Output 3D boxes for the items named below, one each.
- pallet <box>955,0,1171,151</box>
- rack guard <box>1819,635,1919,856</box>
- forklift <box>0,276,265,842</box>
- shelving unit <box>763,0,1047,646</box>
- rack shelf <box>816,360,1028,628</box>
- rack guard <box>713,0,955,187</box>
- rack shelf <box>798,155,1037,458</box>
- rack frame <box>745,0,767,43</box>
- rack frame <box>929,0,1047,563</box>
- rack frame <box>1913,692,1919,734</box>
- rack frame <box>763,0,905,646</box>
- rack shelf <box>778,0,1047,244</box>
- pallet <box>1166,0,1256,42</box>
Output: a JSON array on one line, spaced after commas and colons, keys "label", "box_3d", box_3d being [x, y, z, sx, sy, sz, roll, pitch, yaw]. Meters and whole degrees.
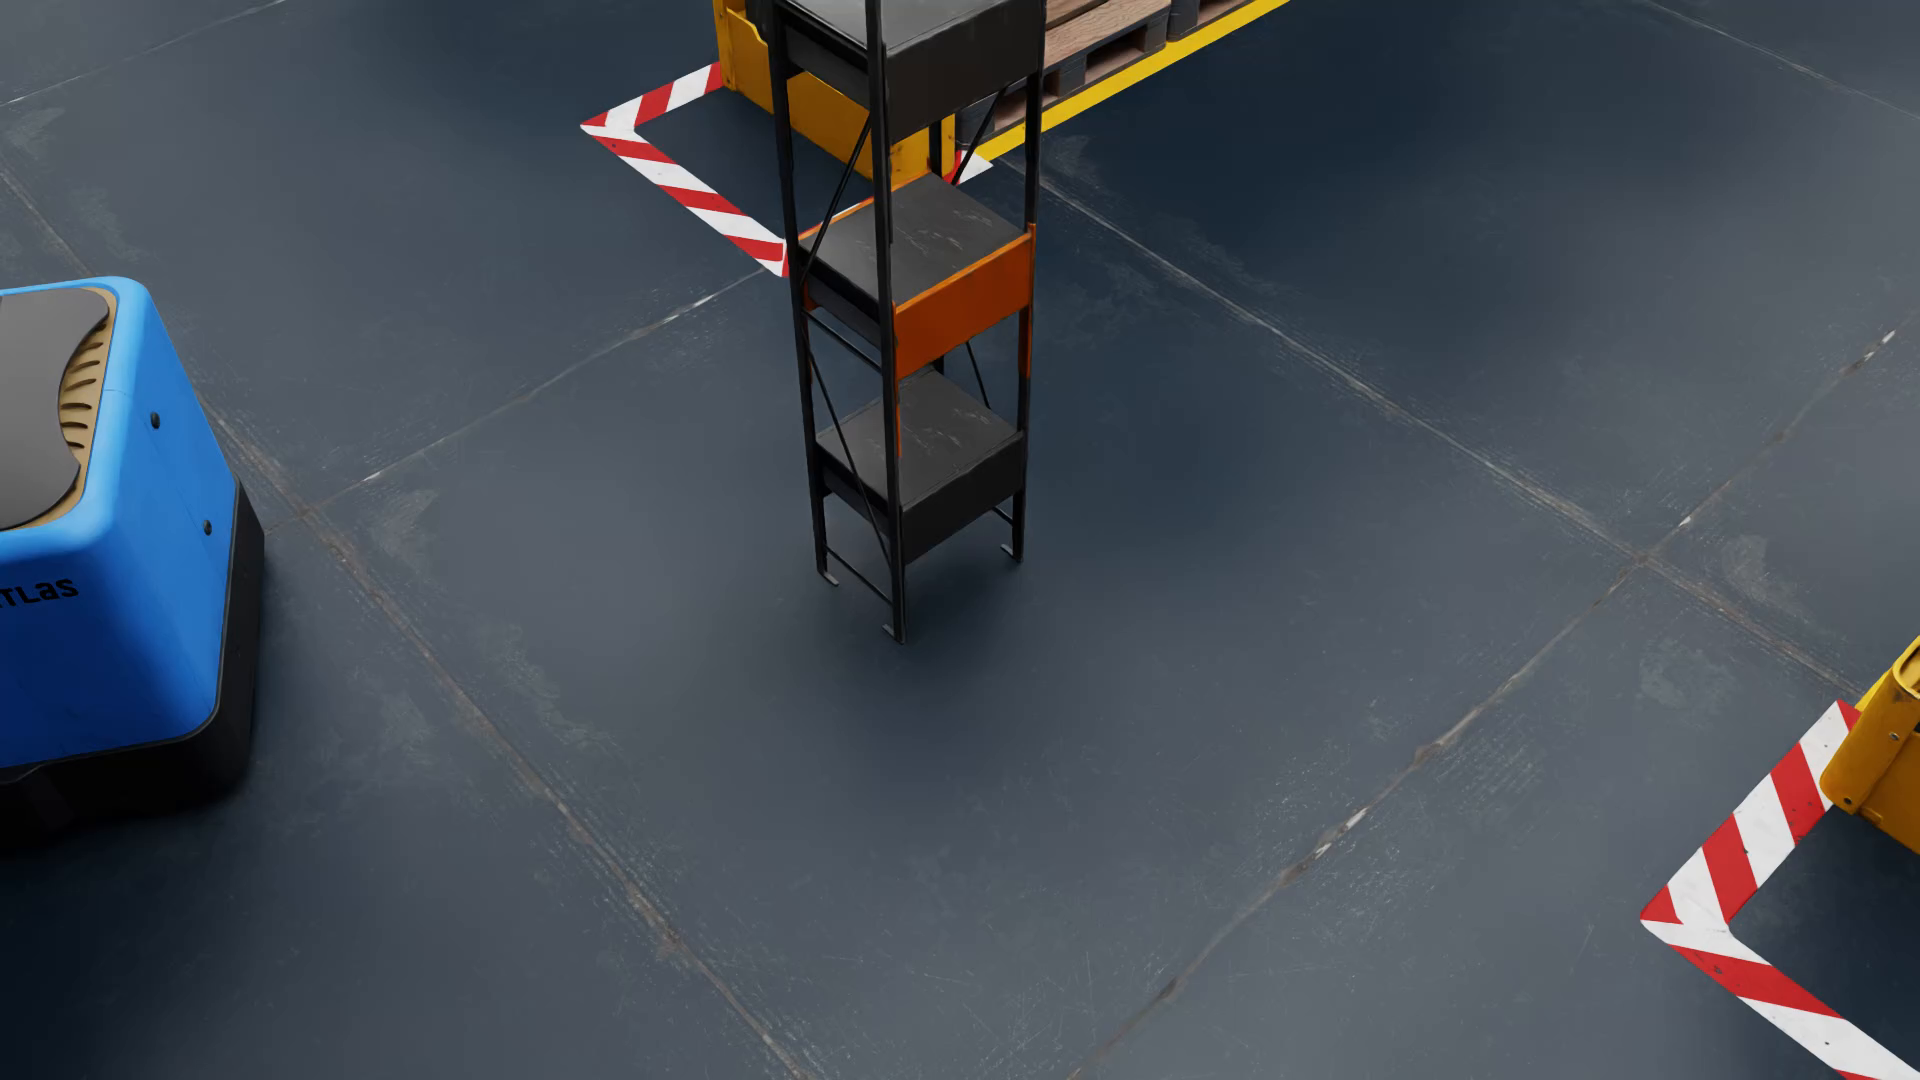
[{"label": "pallet", "box_3d": [0.131, -2.196, 7.133, 1.213, 0.211, 1.003, -34, 56, -27]}, {"label": "rack guard", "box_3d": [2.880, 0.750, 4.218, 0.348, 0.500, 1.175, -34, 56, -27]}, {"label": "forklift", "box_3d": [-3.540, -0.402, 3.626, 3.031, 2.935, 1.130, -10, 48, -9]}, {"label": "shelving unit", "box_3d": [-0.122, -0.630, 4.403, 0.503, 2.100, 0.431, -34, 56, -27]}, {"label": "rack shelf", "box_3d": [-0.122, -0.146, 4.927, 0.480, 0.518, 0.431, -34, 56, -27]}, {"label": "rack guard", "box_3d": [-0.514, -1.889, 6.653, 0.348, 0.500, 1.175, -34, 56, -27]}, {"label": "rack shelf", "box_3d": [-0.122, -0.621, 4.413, 0.480, 0.518, 0.431, -34, 56, -27]}, {"label": "rack frame", "box_3d": [-0.505, -2.755, 5.751, 0.127, 3.000, 1.000, -34, 56, -27]}, {"label": "rack frame", "box_3d": [0.058, -0.751, 4.514, 0.015, 2.100, 0.400, -34, 56, -27]}, {"label": "rack frame", "box_3d": [2.824, -0.060, 3.264, 0.127, 3.000, 1.000, -34, 56, -27]}, {"label": "rack frame", "box_3d": [-0.303, -0.510, 4.291, 0.015, 2.100, 0.400, -34, 56, -27]}, {"label": "rack shelf", "box_3d": [-0.122, -1.096, 3.898, 0.480, 0.518, 0.431, -34, 56, -27]}, {"label": "pallet", "box_3d": [1.033, -2.797, 7.687, 1.213, 0.211, 1.003, -34, 56, -27]}]
